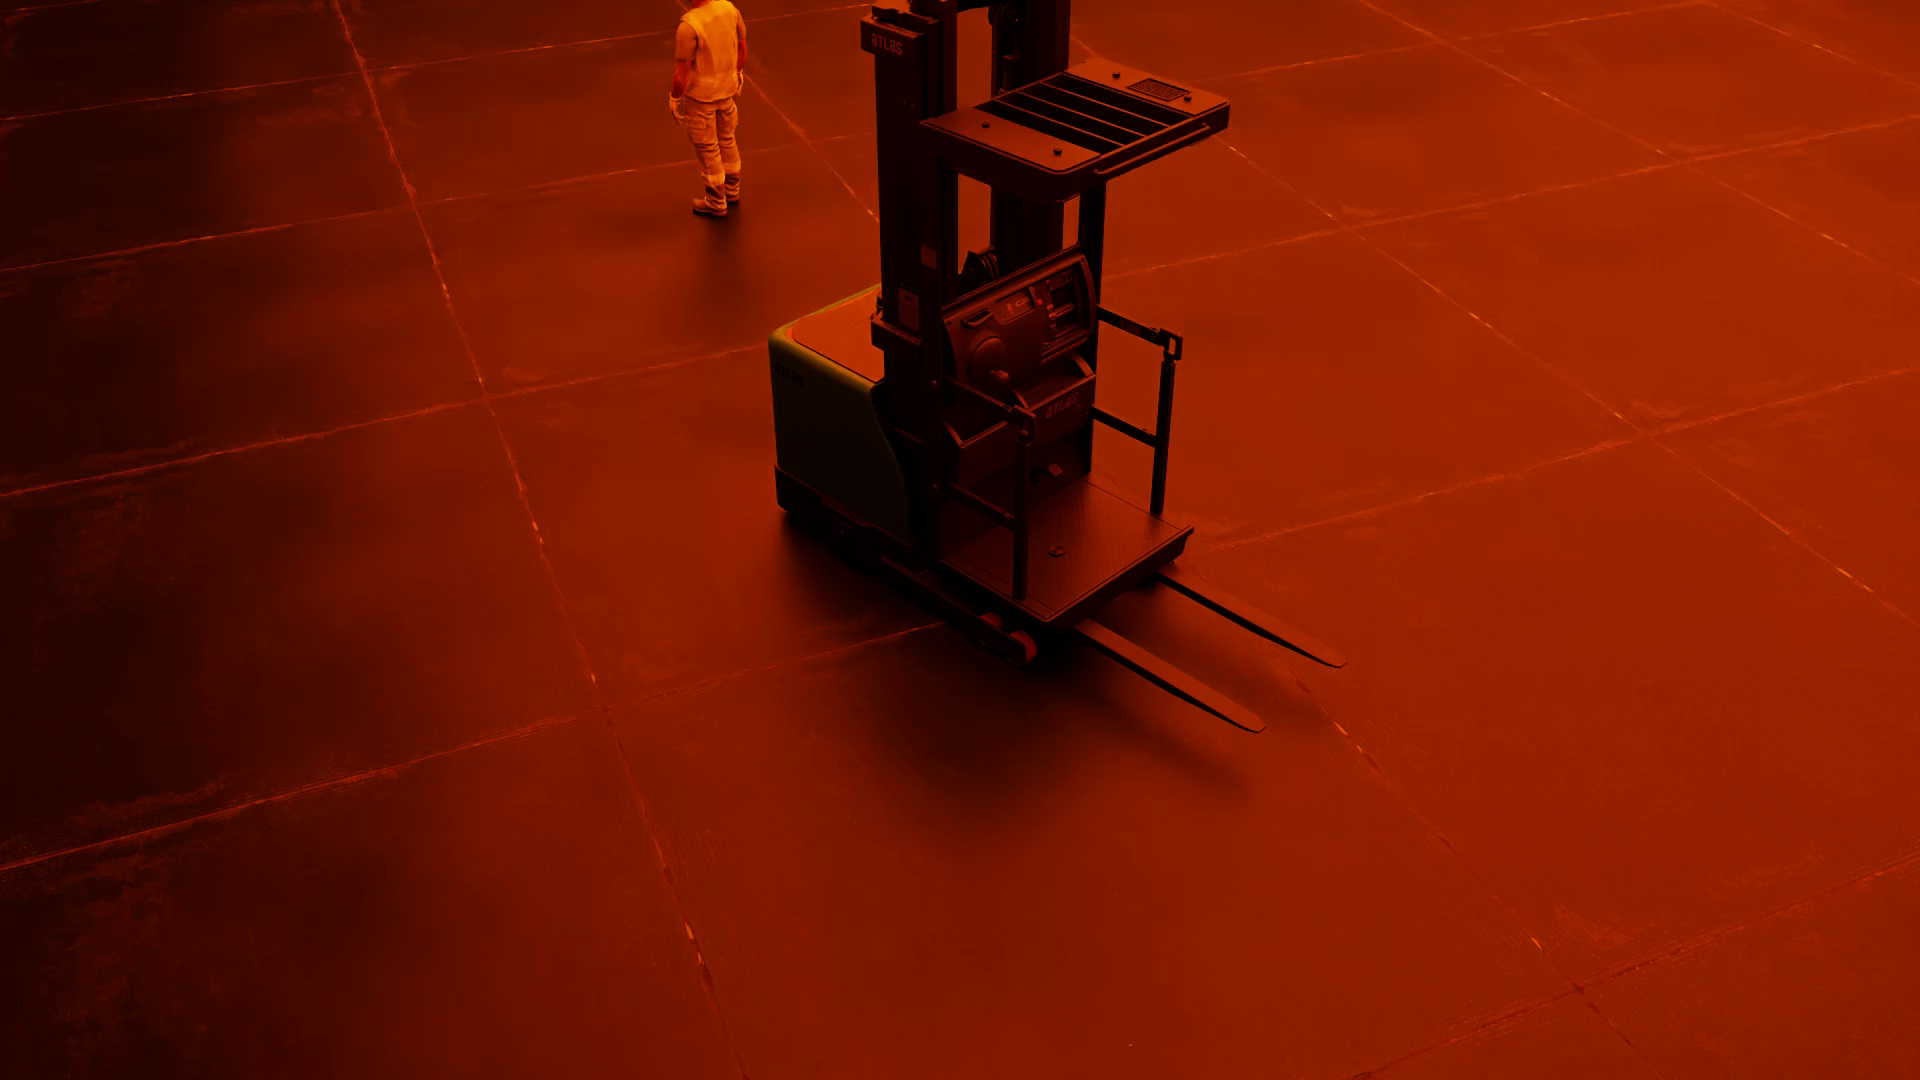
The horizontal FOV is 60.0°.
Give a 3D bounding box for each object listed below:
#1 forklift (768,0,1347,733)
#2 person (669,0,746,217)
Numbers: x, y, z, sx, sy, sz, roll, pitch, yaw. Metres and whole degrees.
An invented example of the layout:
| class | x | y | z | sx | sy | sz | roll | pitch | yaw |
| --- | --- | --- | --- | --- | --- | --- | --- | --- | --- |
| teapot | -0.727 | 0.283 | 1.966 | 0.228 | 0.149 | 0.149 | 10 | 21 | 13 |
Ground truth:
| class | x | y | z | sx | sy | sz | roll | pitch | yaw |
| --- | --- | --- | --- | --- | --- | --- | --- | --- | --- |
| forklift | 0.432 | -0.946 | 7.429 | 3.031 | 2.935 | 1.130 | 30 | 45 | 35 |
| person | -1.769 | -3.093 | 11.422 | 0.562 | 1.790 | 0.637 | 28 | 44 | 33 |
